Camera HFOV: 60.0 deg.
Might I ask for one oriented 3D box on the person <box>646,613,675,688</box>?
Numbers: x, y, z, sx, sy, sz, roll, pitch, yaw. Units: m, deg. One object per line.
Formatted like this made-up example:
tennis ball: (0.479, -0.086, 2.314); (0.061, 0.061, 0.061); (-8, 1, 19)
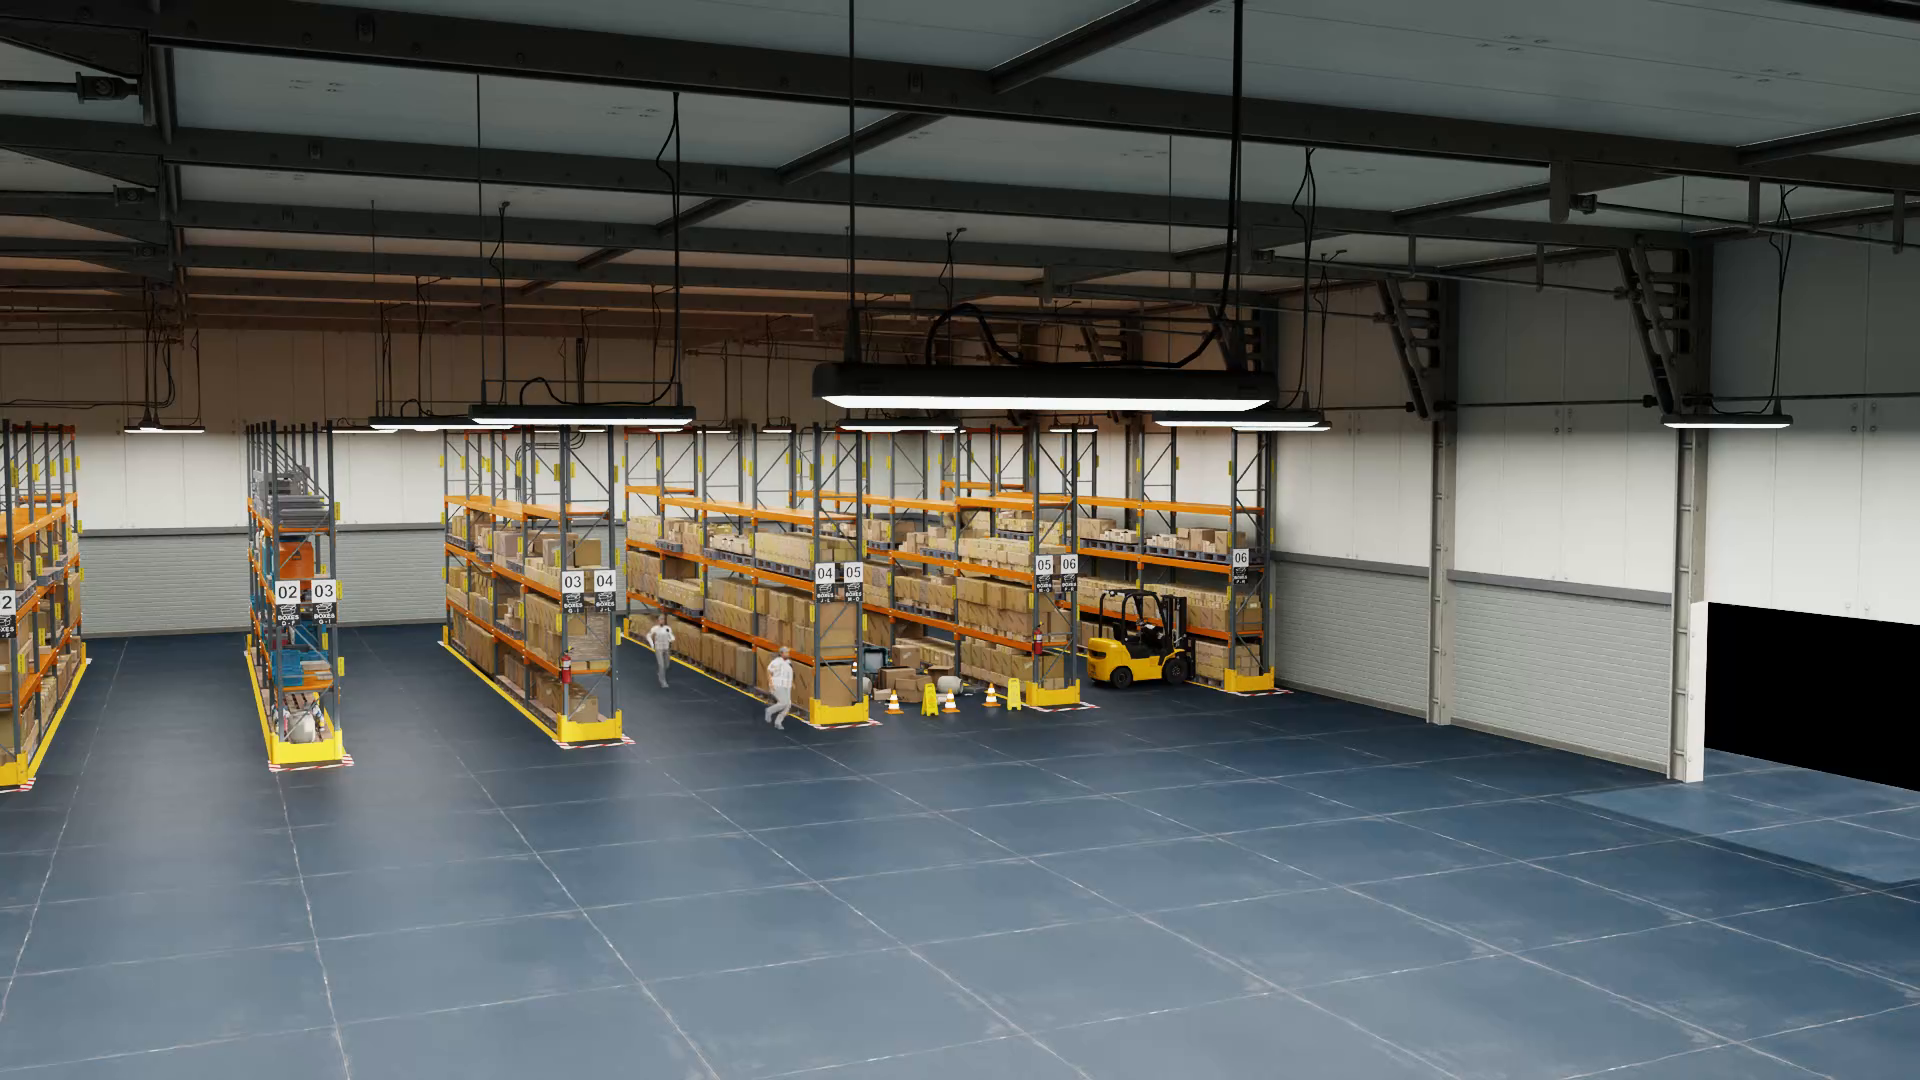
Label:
person: (-6.814, 2.503, 37.979); (0.624, 1.669, 0.861); (-2, 4, -28)

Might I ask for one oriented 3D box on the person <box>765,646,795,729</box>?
person: (-3.469, 2.888, 32.647); (0.511, 1.593, 0.648); (3, 5, 38)
